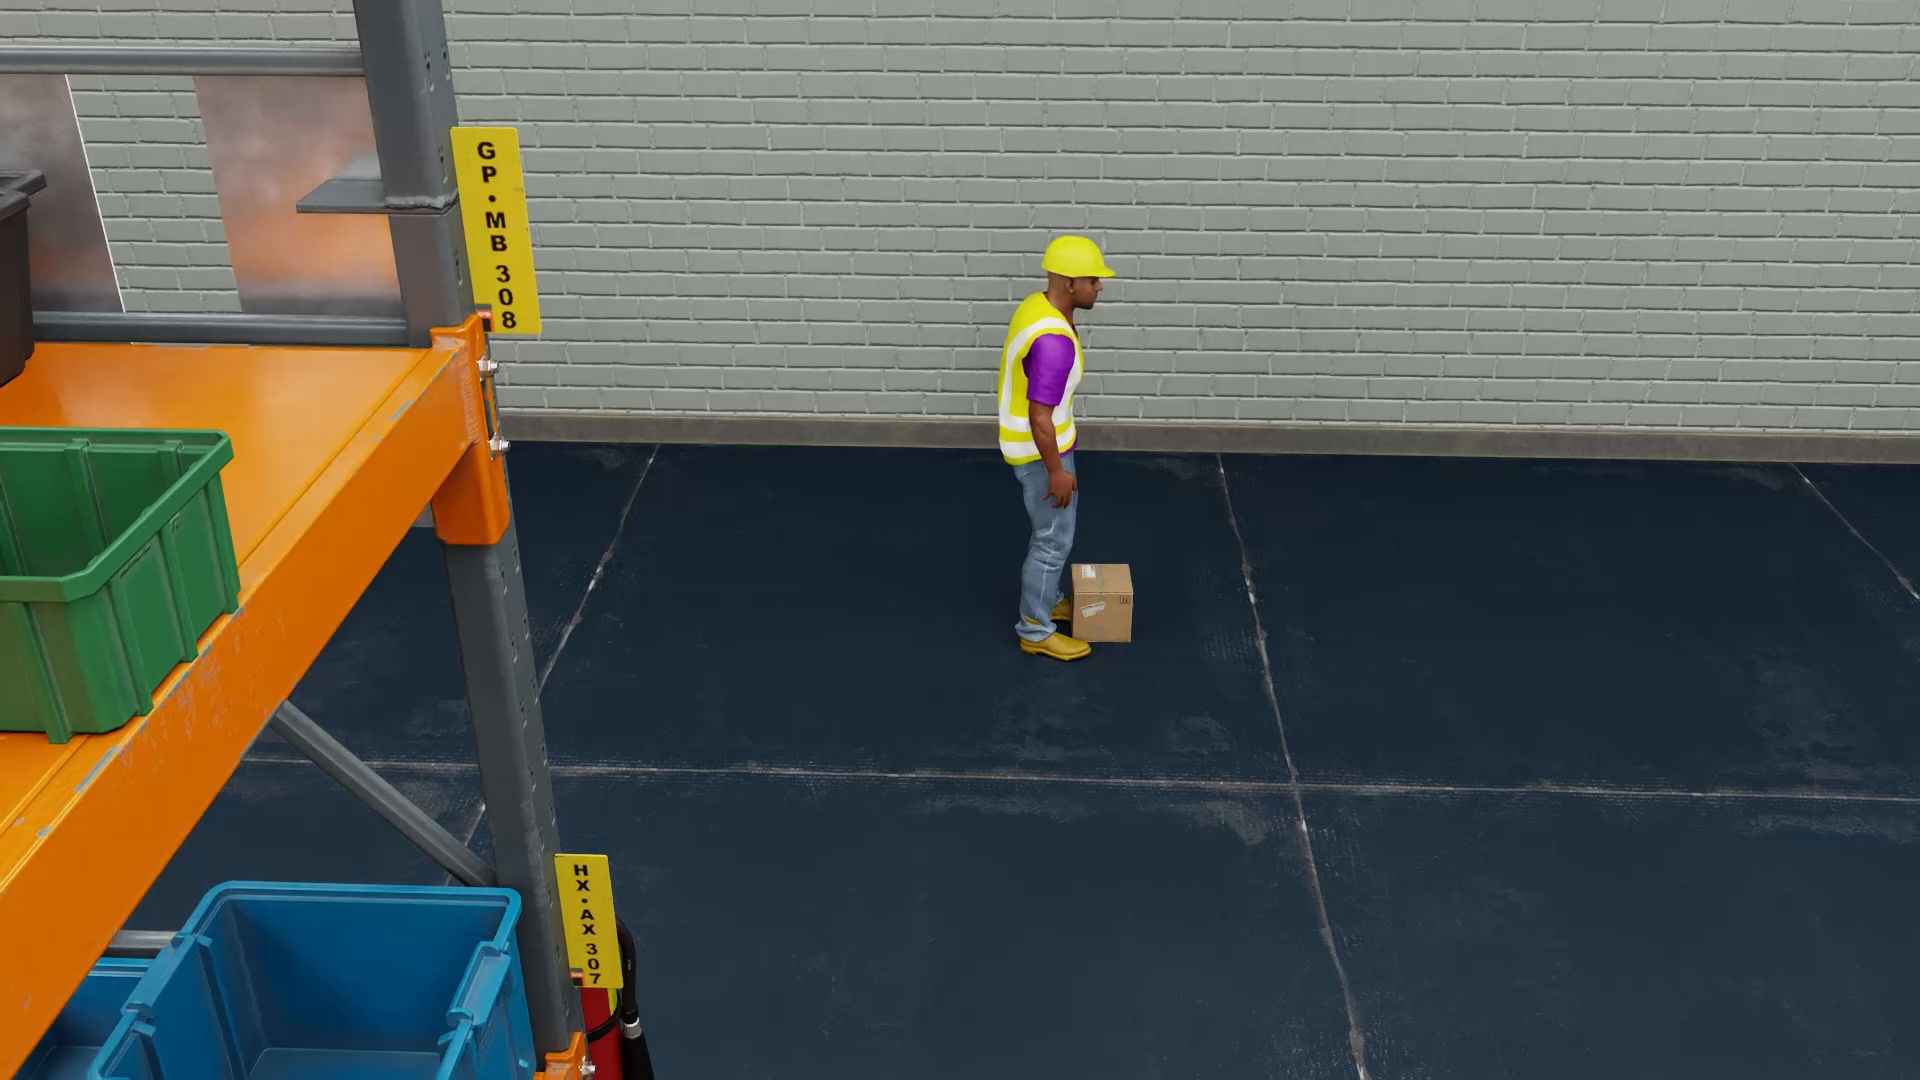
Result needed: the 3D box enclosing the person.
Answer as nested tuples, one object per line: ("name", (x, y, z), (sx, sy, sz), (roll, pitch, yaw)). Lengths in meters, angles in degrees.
("person", (0.380, -0.391, 6.842), (0.456, 1.761, 0.627), (1, 28, 2))
